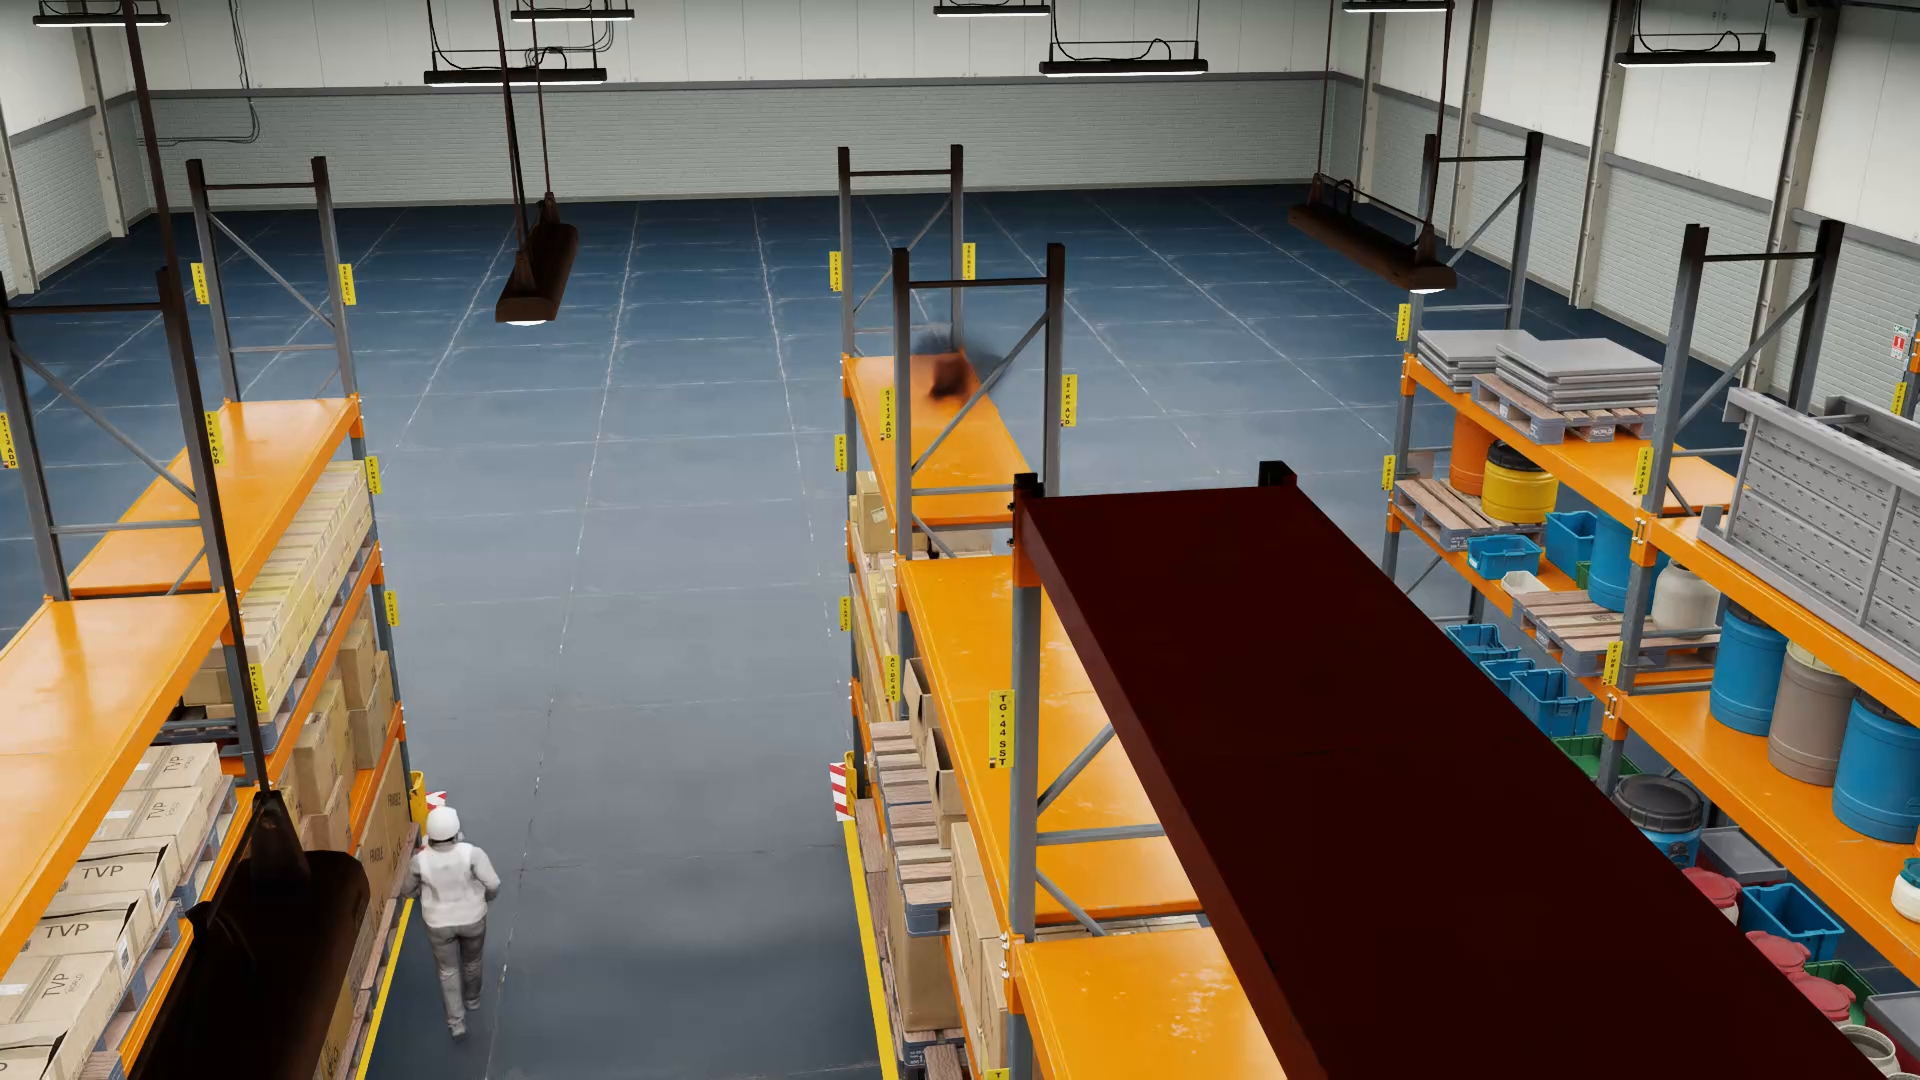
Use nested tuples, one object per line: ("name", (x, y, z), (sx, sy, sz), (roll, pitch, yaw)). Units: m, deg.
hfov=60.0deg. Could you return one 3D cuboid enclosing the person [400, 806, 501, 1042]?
("person", (-3.566, 2.673, 11.751), (0.676, 1.812, 0.761), (-6, 22, -15))
